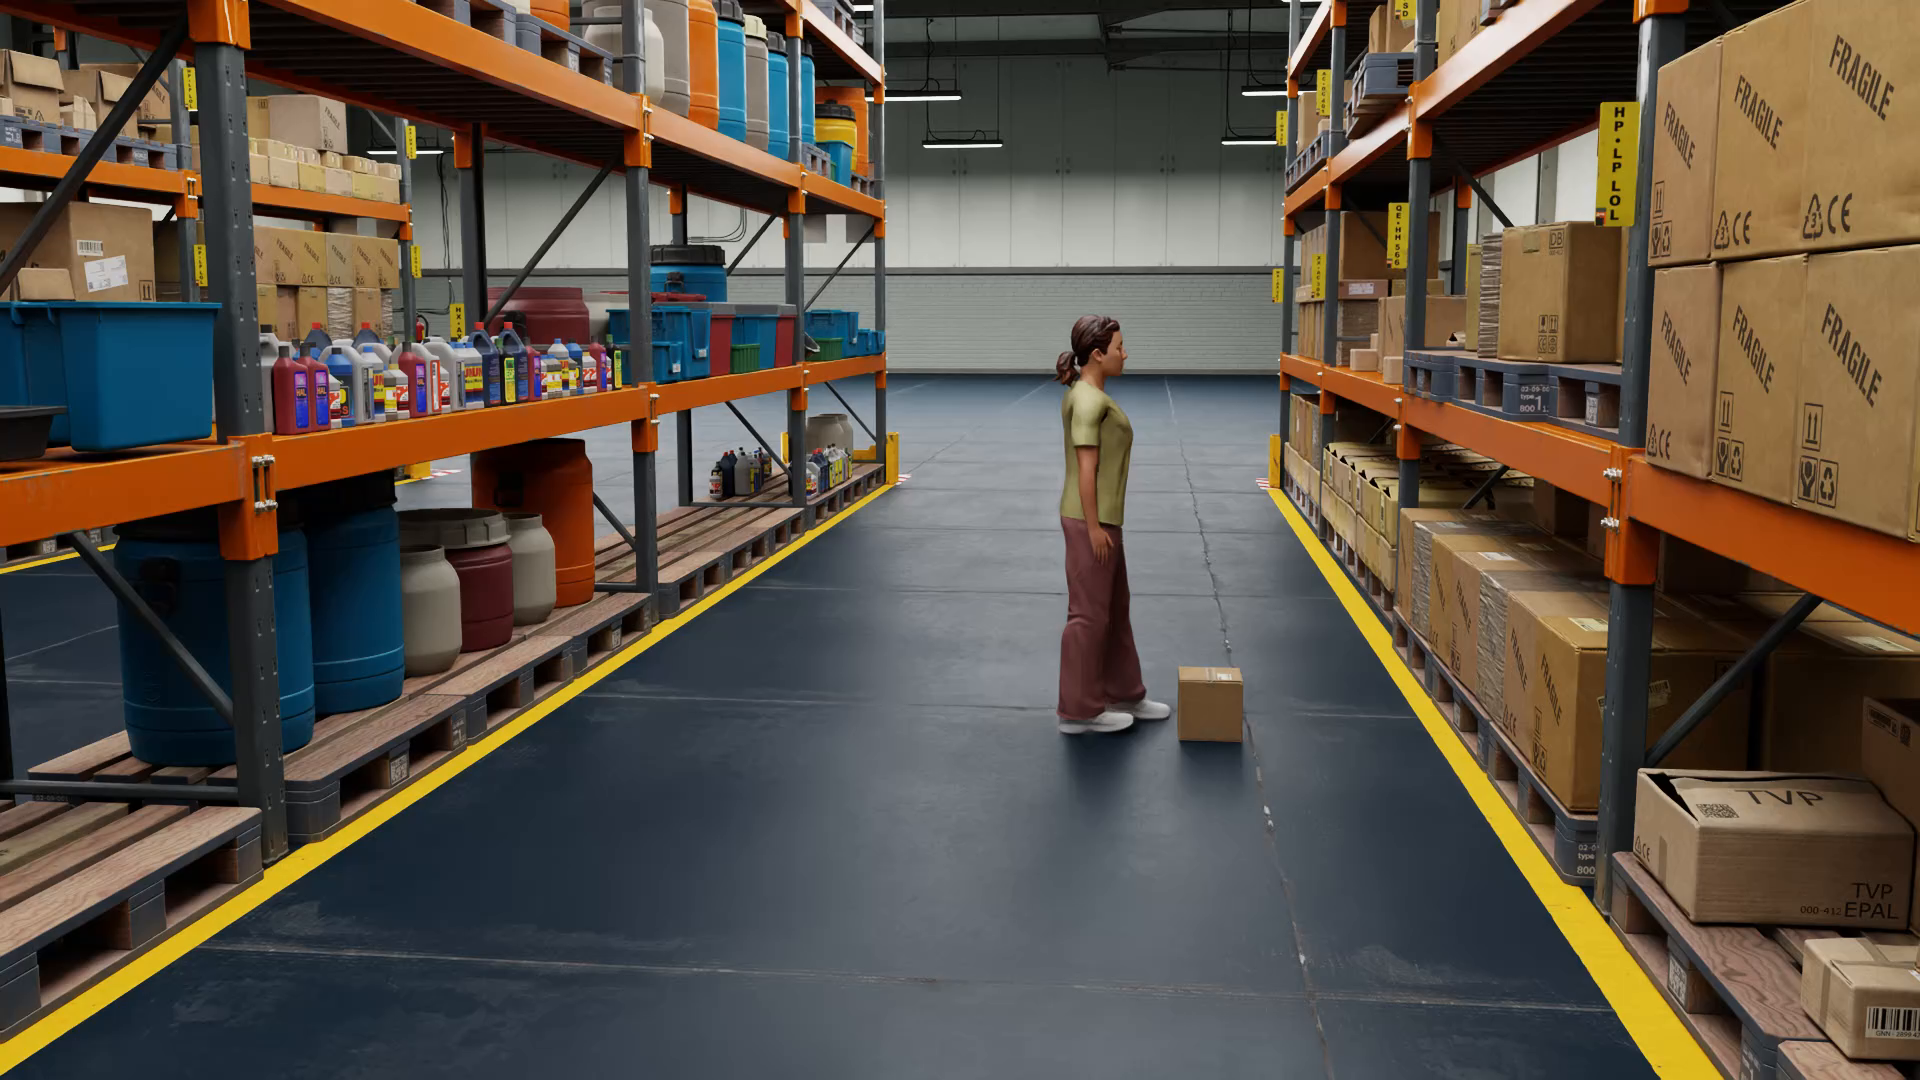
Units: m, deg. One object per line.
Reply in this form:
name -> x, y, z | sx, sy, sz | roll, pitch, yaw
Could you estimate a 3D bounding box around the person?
person -> 0.628, -0.060, 6.687 | 0.528, 1.677, 0.471 | 0, 8, -1
